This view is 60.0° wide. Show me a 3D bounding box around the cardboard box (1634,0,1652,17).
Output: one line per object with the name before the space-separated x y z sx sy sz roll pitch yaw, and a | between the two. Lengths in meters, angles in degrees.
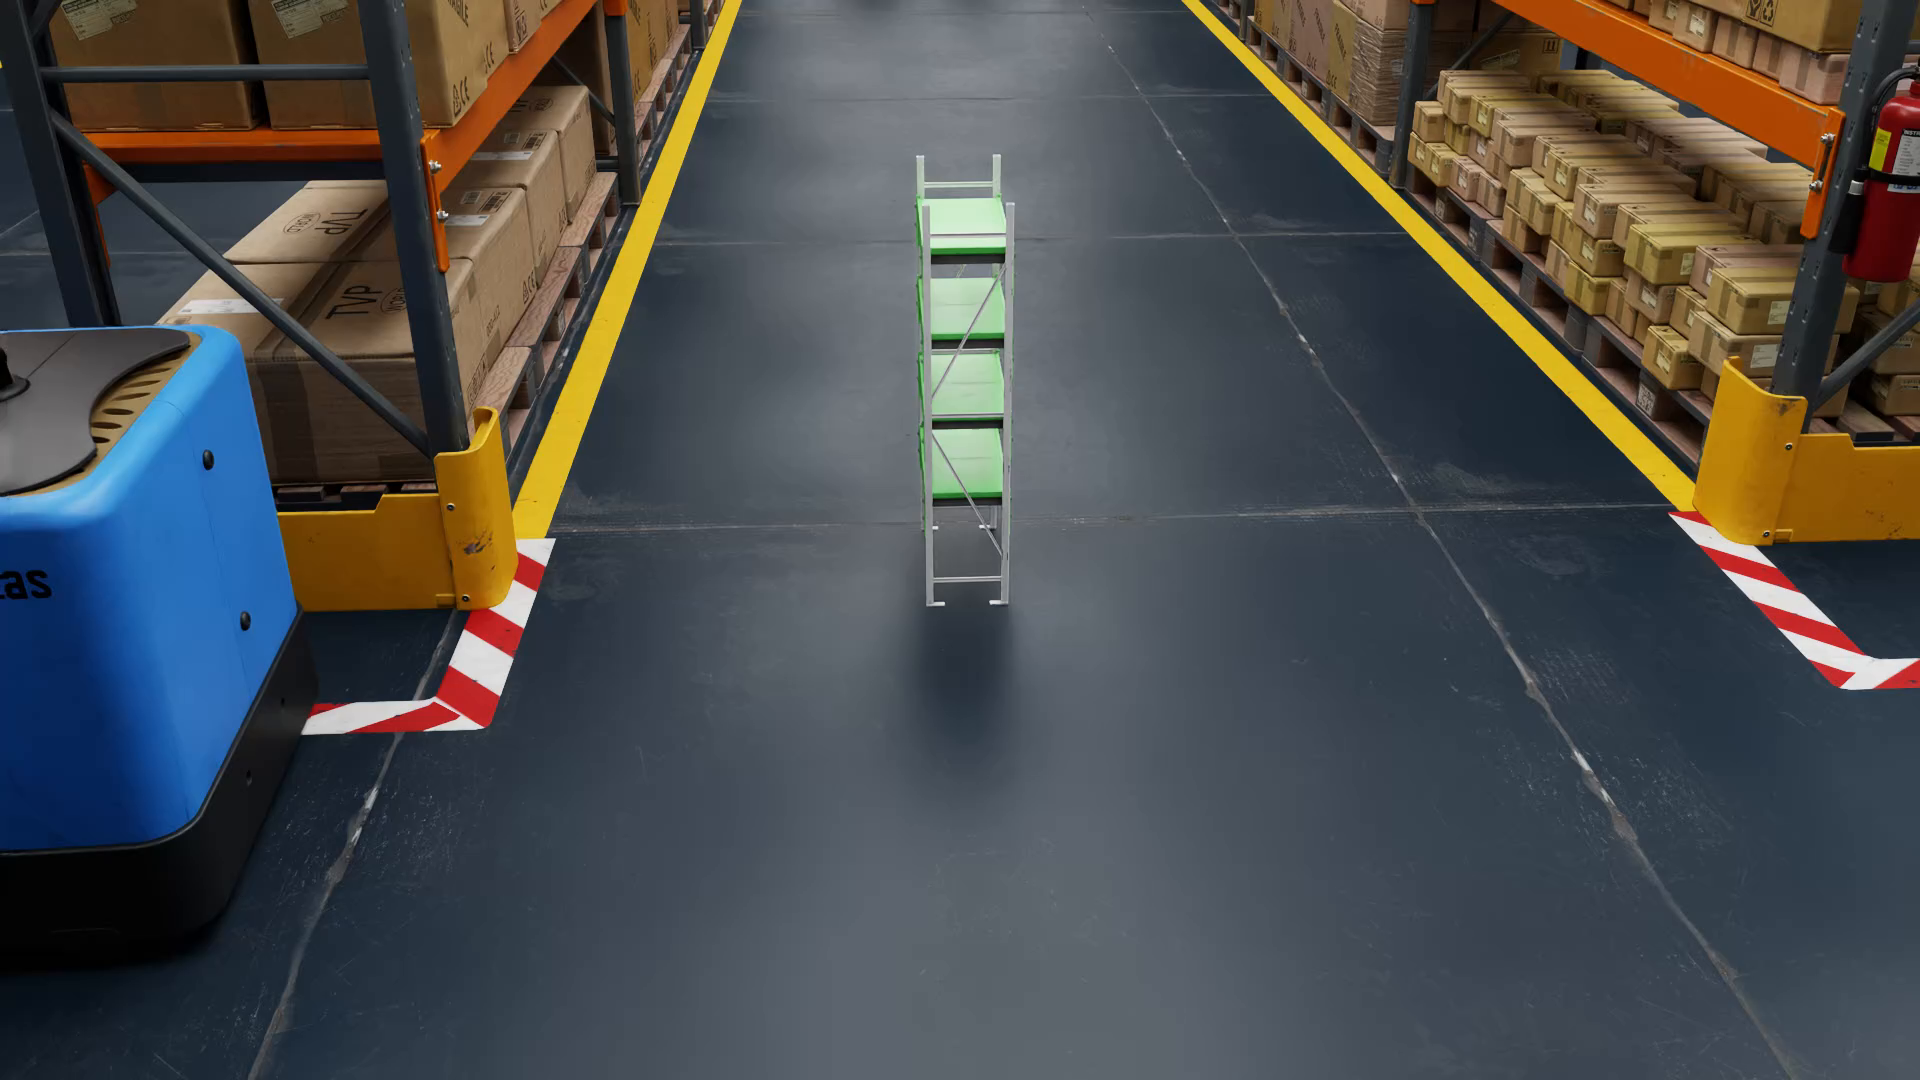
cardboard box | 2.724 -1.999 6.110 0.380 0.149 0.250 -3 28 -5

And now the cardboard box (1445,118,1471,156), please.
cardboard box | 2.595 -1.981 8.111 0.380 0.149 0.250 -1 28 -2

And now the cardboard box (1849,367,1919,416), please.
cardboard box | 3.294 -0.541 5.673 0.380 0.149 0.250 -1 28 -2

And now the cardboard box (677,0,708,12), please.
cardboard box | -2.373 -4.180 12.408 0.950 0.372 0.625 -3 28 -6

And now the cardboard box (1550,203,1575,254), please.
cardboard box | 2.626 -1.258 6.725 0.380 0.149 0.250 0 28 0

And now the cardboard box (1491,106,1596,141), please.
cardboard box | 2.658 -1.874 7.585 0.380 0.149 0.250 -2 28 -4

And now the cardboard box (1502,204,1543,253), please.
cardboard box | 2.600 -1.365 7.251 0.380 0.149 0.250 -2 28 -4

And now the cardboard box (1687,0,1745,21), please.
cardboard box | 2.700 -1.985 5.382 0.500 0.500 0.500 -2 28 -3

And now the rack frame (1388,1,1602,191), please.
rack frame | 2.793 -3.217 8.173 1.000 3.000 0.127 -1 28 -3

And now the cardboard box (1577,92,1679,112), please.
cardboard box | 3.145 -2.013 7.851 0.380 0.149 0.250 -2 28 -3

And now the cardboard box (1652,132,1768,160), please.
cardboard box | 3.213 -1.644 7.144 0.380 0.149 0.250 -2 28 -4

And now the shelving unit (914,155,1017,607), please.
shelving unit | 0.009 -0.456 4.826 0.258 1.200 0.503 -1 28 -3

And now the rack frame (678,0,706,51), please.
rack frame | -2.354 -4.898 11.397 1.000 3.000 0.127 -1 28 -3

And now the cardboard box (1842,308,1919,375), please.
cardboard box | 3.231 -0.672 5.601 0.380 0.149 0.250 0 28 0

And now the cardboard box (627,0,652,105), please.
cardboard box | -2.312 -2.996 9.594 0.875 0.875 0.875 -1 28 -1

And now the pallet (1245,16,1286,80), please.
pallet | 2.624 -3.466 11.668 1.003 0.211 1.213 -1 28 -3

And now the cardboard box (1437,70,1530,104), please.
cardboard box | 2.604 -2.238 8.283 0.380 0.149 0.250 0 28 -1

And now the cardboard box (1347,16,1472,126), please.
cardboard box | 2.503 -2.630 9.298 0.500 0.500 0.500 -2 28 -4

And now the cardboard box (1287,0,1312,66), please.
cardboard box | 2.428 -3.340 10.659 0.500 0.500 0.500 -2 28 -4

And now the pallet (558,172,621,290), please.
pallet | -2.183 -1.461 7.823 1.003 0.211 1.213 -1 28 -3

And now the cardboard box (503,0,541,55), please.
cardboard box | -1.737 -1.944 5.626 0.500 0.500 0.500 -2 28 -3

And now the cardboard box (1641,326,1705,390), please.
cardboard box | 2.652 -0.646 5.873 0.380 0.149 0.250 -1 28 -1

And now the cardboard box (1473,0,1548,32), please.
cardboard box | 3.019 -2.975 9.148 0.500 0.250 0.500 -3 28 -5

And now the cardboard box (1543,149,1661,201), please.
cardboard box | 2.660 -1.516 6.899 0.380 0.149 0.250 -1 28 -2

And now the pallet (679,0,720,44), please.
pallet | -2.393 -4.022 12.733 1.003 0.211 1.213 -1 28 -3

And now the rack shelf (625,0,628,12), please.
rack shelf | -2.249 -3.655 9.792 1.077 0.370 4.000 -1 28 -3

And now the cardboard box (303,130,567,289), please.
cardboard box | -2.172 -1.395 6.997 0.875 0.438 0.875 -2 28 -4

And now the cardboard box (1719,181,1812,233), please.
cardboard box | 3.194 -1.290 6.465 0.380 0.149 0.250 0 28 -1

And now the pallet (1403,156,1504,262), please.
pallet | 2.864 -1.671 8.225 1.003 0.211 1.213 -1 28 -3

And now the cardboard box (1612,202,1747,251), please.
cardboard box | 2.675 -1.149 6.194 0.380 0.149 0.250 -2 28 -5

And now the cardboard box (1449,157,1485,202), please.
cardboard box | 2.570 -1.726 7.945 0.380 0.149 0.250 -2 28 -3

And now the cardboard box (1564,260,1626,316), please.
cardboard box | 2.622 -1.000 6.552 0.380 0.149 0.250 -3 28 -5

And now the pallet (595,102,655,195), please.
pallet | -2.260 -2.168 9.179 1.003 0.211 1.213 -1 28 -3

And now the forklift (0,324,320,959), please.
forklift | -3.133 -0.573 3.178 3.031 2.935 1.130 -3 28 -5

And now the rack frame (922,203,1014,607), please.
rack frame | 0.021 -0.343 4.610 0.240 1.200 0.015 -1 28 -3

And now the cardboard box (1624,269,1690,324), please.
cardboard box | 2.661 -0.900 6.039 0.380 0.149 0.250 -2 28 -5

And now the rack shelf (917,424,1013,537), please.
rack shelf | 0.009 -0.186 4.967 0.258 0.148 0.480 -1 28 -3

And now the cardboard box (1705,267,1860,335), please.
cardboard box | 2.721 -0.794 5.513 0.380 0.149 0.250 -1 28 -2

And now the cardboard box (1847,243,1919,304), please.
cardboard box | 3.180 -0.930 5.774 0.380 0.149 0.250 -1 28 -2

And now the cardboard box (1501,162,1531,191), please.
cardboard box | 2.646 -1.617 7.413 0.380 0.149 0.250 0 28 0

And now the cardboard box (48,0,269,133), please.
cardboard box | -2.225 -1.464 4.705 0.500 0.500 0.500 -1 28 -2

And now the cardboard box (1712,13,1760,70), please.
cardboard box | 2.699 -1.633 5.409 0.380 0.149 0.250 -2 28 -3
